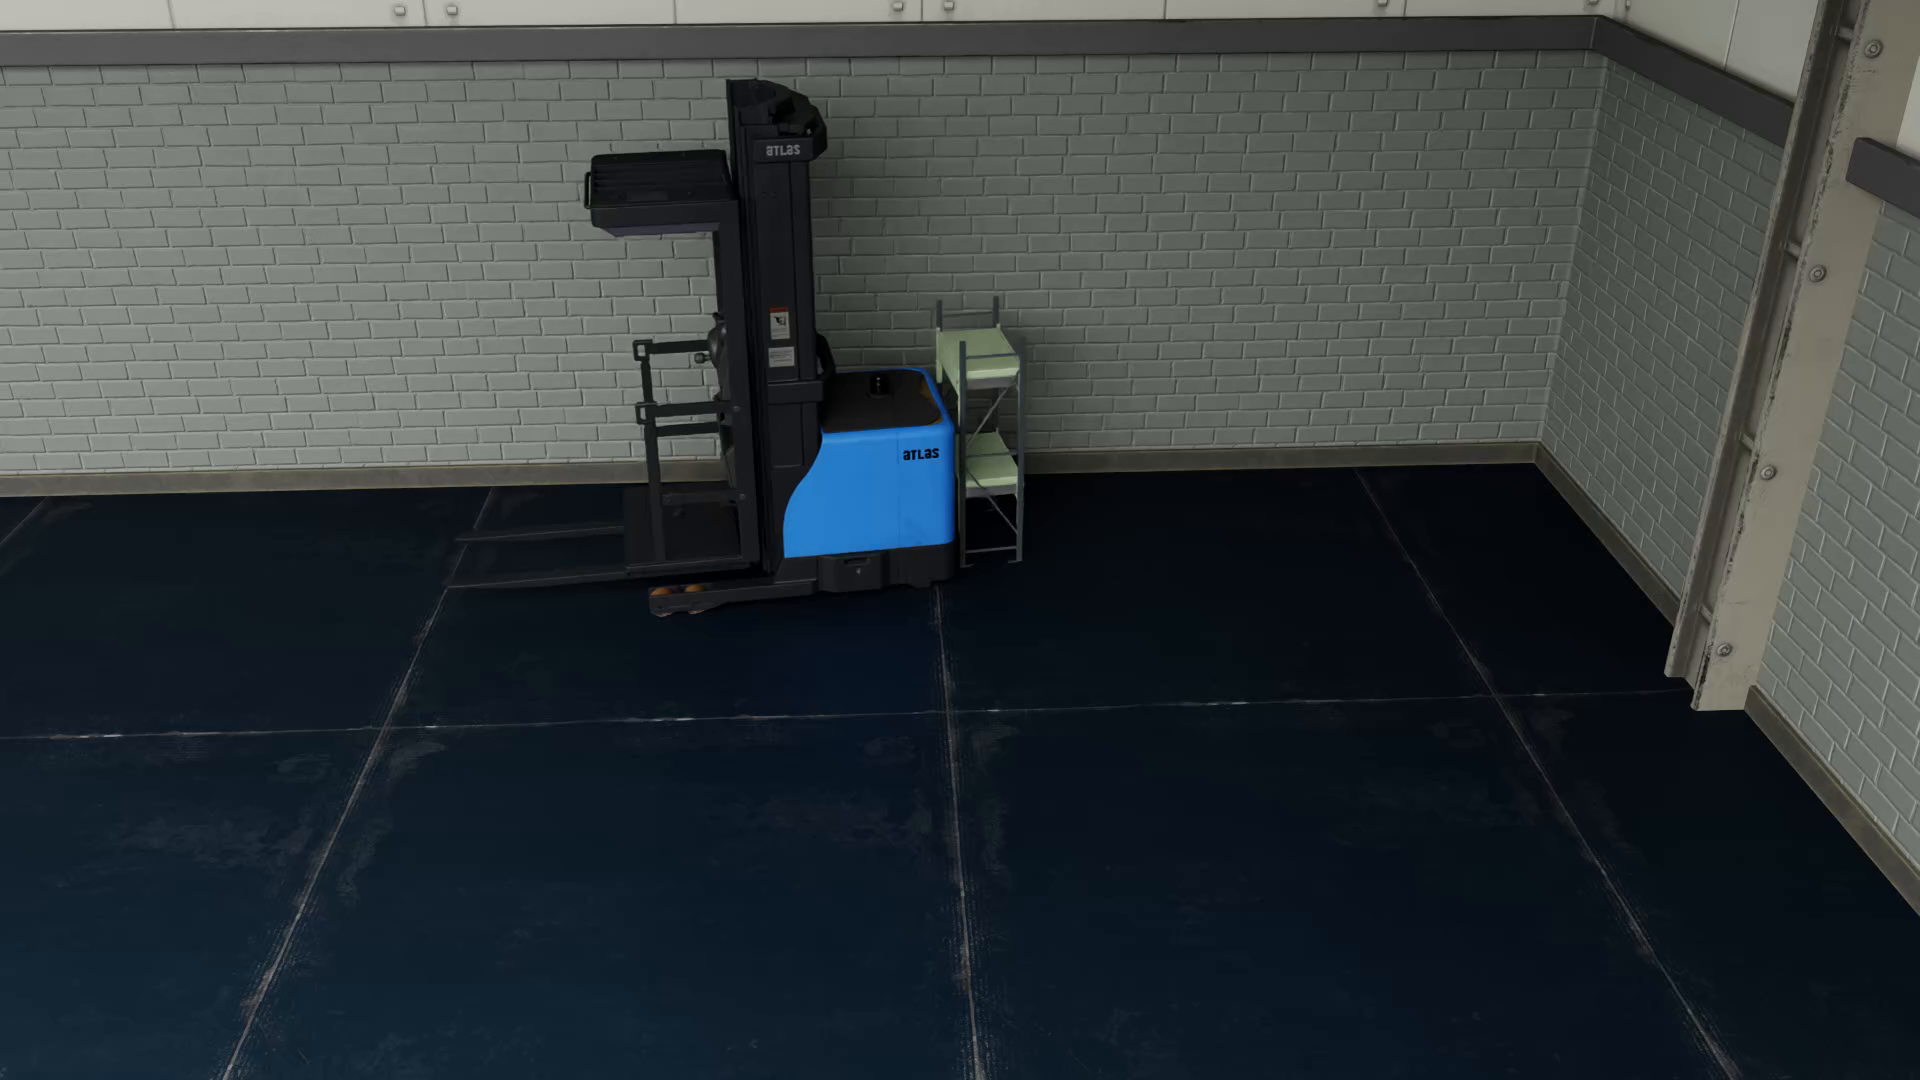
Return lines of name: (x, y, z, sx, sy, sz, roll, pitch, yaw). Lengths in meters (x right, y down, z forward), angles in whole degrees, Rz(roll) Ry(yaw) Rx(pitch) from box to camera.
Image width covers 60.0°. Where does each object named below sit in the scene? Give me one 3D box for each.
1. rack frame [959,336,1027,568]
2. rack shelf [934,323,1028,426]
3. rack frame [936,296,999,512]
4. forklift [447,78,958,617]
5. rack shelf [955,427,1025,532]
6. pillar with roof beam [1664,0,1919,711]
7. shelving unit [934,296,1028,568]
rack frame: (0.194, -0.514, 10.114, 0.400, 1.500, 0.023, -5, 28, -10)
rack shelf: (0.121, -1.026, 10.251, 0.431, 0.370, 0.720, -5, 28, -10)
rack frame: (0.048, -0.846, 10.749, 0.400, 1.500, 0.023, -5, 28, -10)
forklift: (-1.582, -1.109, 9.708, 3.031, 2.935, 1.130, -5, 28, -9)
rack shelf: (0.121, -0.391, 10.582, 0.431, 0.370, 0.720, -5, 28, -10)
pillar with roof beam: (-0.188, -3.059, 6.885, 9.100, 9.000, 0.400, -1, 28, -3)
shelving unit: (0.121, -0.680, 10.432, 0.431, 1.500, 0.755, -5, 28, -10)
